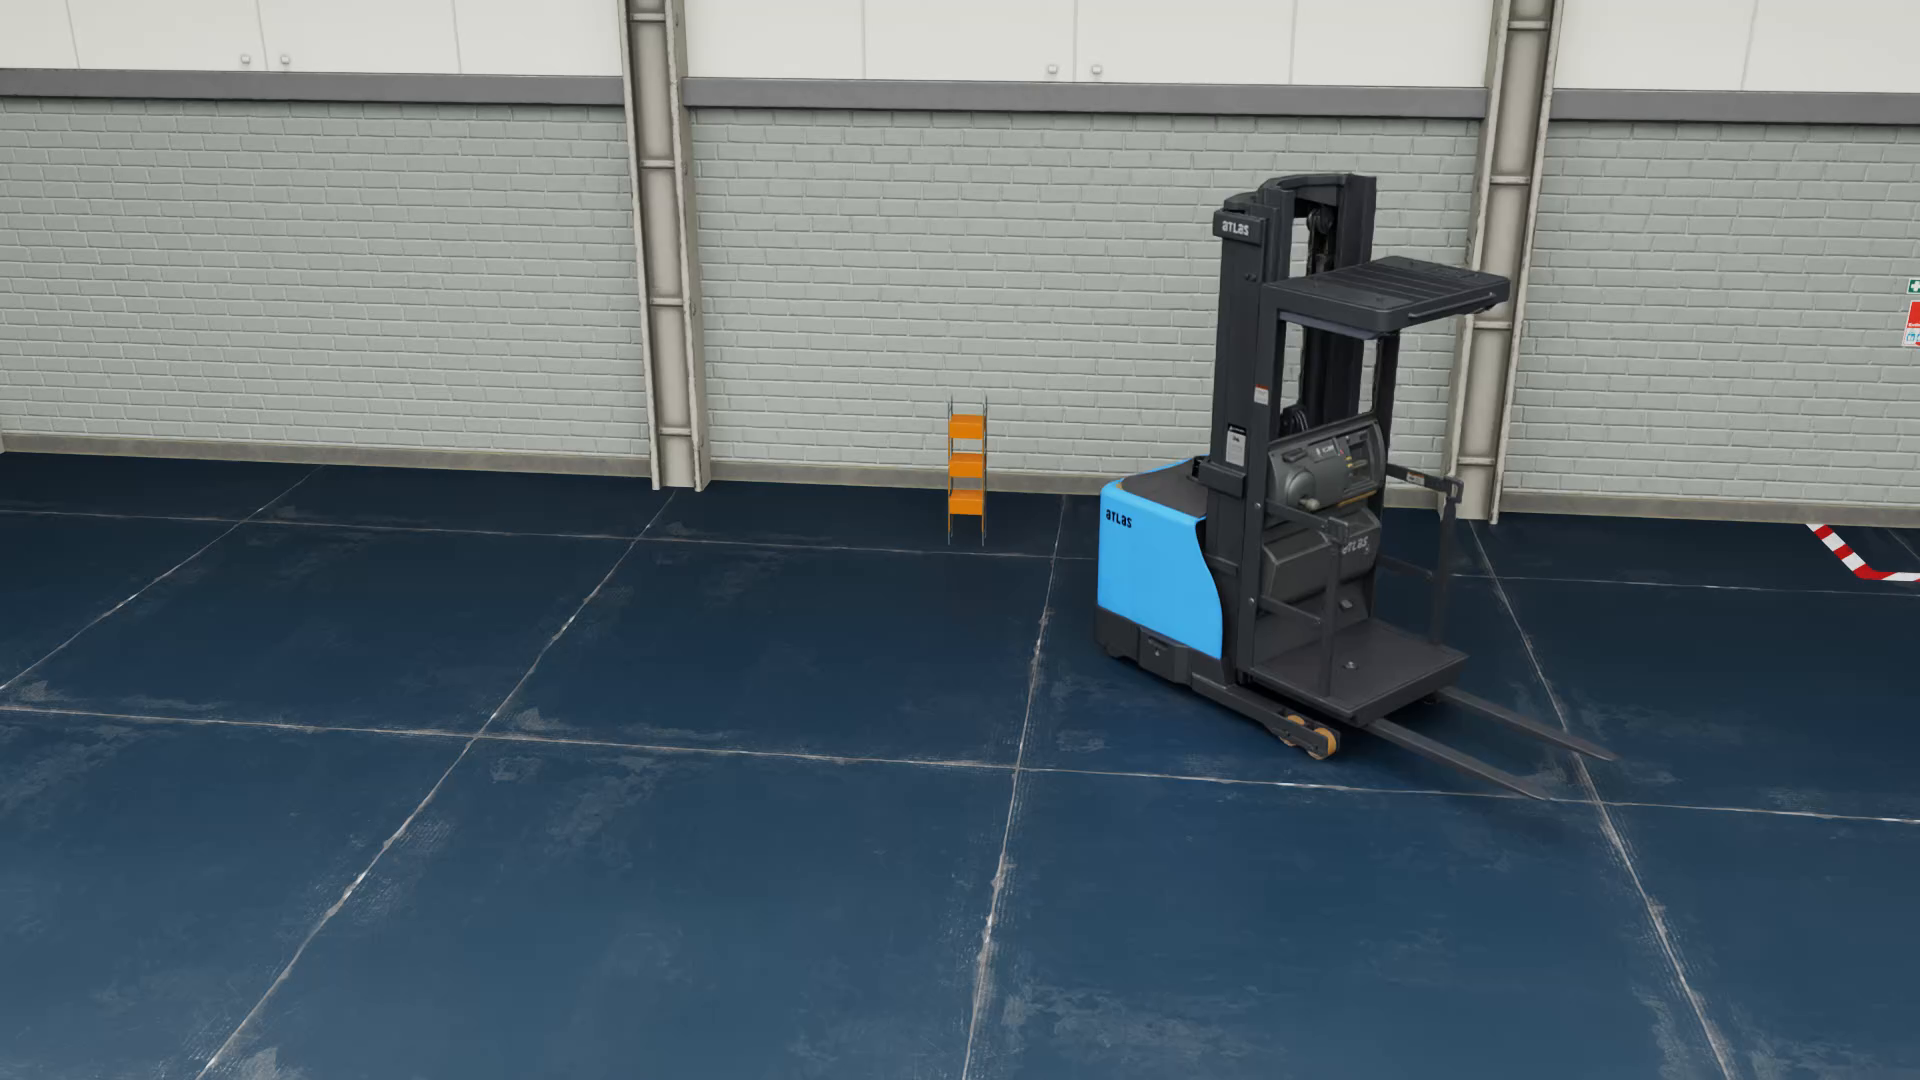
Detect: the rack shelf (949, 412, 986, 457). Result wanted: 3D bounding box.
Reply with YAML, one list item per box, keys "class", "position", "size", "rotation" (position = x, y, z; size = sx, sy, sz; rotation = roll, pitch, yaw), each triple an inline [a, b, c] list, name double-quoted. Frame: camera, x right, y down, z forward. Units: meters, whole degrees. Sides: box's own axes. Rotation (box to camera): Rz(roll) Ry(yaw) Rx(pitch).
- class: "rack shelf"
  position: [0.053, -0.740, 11.641]
  size: [0.240, 0.259, 0.215]
  rotation: [2, 22, 6]

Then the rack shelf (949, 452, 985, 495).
- class: "rack shelf"
  position: [0.053, -0.476, 11.745]
  size: [0.240, 0.259, 0.215]
  rotation: [2, 22, 6]

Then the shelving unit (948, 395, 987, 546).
- class: "shelving unit"
  position: [0.053, -0.486, 11.741]
  size: [0.252, 1.050, 0.215]
  rotation: [2, 22, 6]

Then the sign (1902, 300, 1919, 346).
- class: "sign"
  position: [6.750, -1.516, 11.645]
  size: [0.234, 0.329, 0.001]
  rotation: [2, 22, 6]

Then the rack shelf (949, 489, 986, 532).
- class: "rack shelf"
  position: [0.053, -0.218, 11.847]
  size: [0.240, 0.259, 0.215]
  rotation: [2, 22, 6]

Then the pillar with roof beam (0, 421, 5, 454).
- class: "pillar with roof beam"
  position: [-8.645, -3.314, 8.082]
  size: [0.400, 9.000, 9.100]
  rotation: [2, 22, 6]

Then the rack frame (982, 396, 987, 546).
- class: "rack frame"
  position: [0.174, -0.481, 11.728]
  size: [0.008, 1.050, 0.200]
  rotation: [2, 22, 6]

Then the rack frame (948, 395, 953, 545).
- class: "rack frame"
  position: [-0.068, -0.491, 11.754]
  size: [0.008, 1.050, 0.200]
  rotation: [2, 22, 6]

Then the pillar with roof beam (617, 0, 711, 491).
- class: "pillar with roof beam"
  position: [-2.687, -3.054, 7.425]
  size: [0.400, 9.000, 9.100]
  rotation: [2, 22, 6]

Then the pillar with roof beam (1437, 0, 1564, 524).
- class: "pillar with roof beam"
  position: [3.272, -2.794, 6.768]
  size: [0.400, 9.000, 9.100]
  rotation: [2, 22, 6]

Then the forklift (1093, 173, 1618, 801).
- class: "forklift"
  position: [2.147, -0.391, 8.942]
  size: [1.130, 2.935, 3.031]
  rotation: [-17, 27, -36]

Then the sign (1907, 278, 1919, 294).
- class: "sign"
  position: [6.754, -1.759, 11.539]
  size: [0.331, 0.109, 0.001]
  rotation: [2, 22, 6]
